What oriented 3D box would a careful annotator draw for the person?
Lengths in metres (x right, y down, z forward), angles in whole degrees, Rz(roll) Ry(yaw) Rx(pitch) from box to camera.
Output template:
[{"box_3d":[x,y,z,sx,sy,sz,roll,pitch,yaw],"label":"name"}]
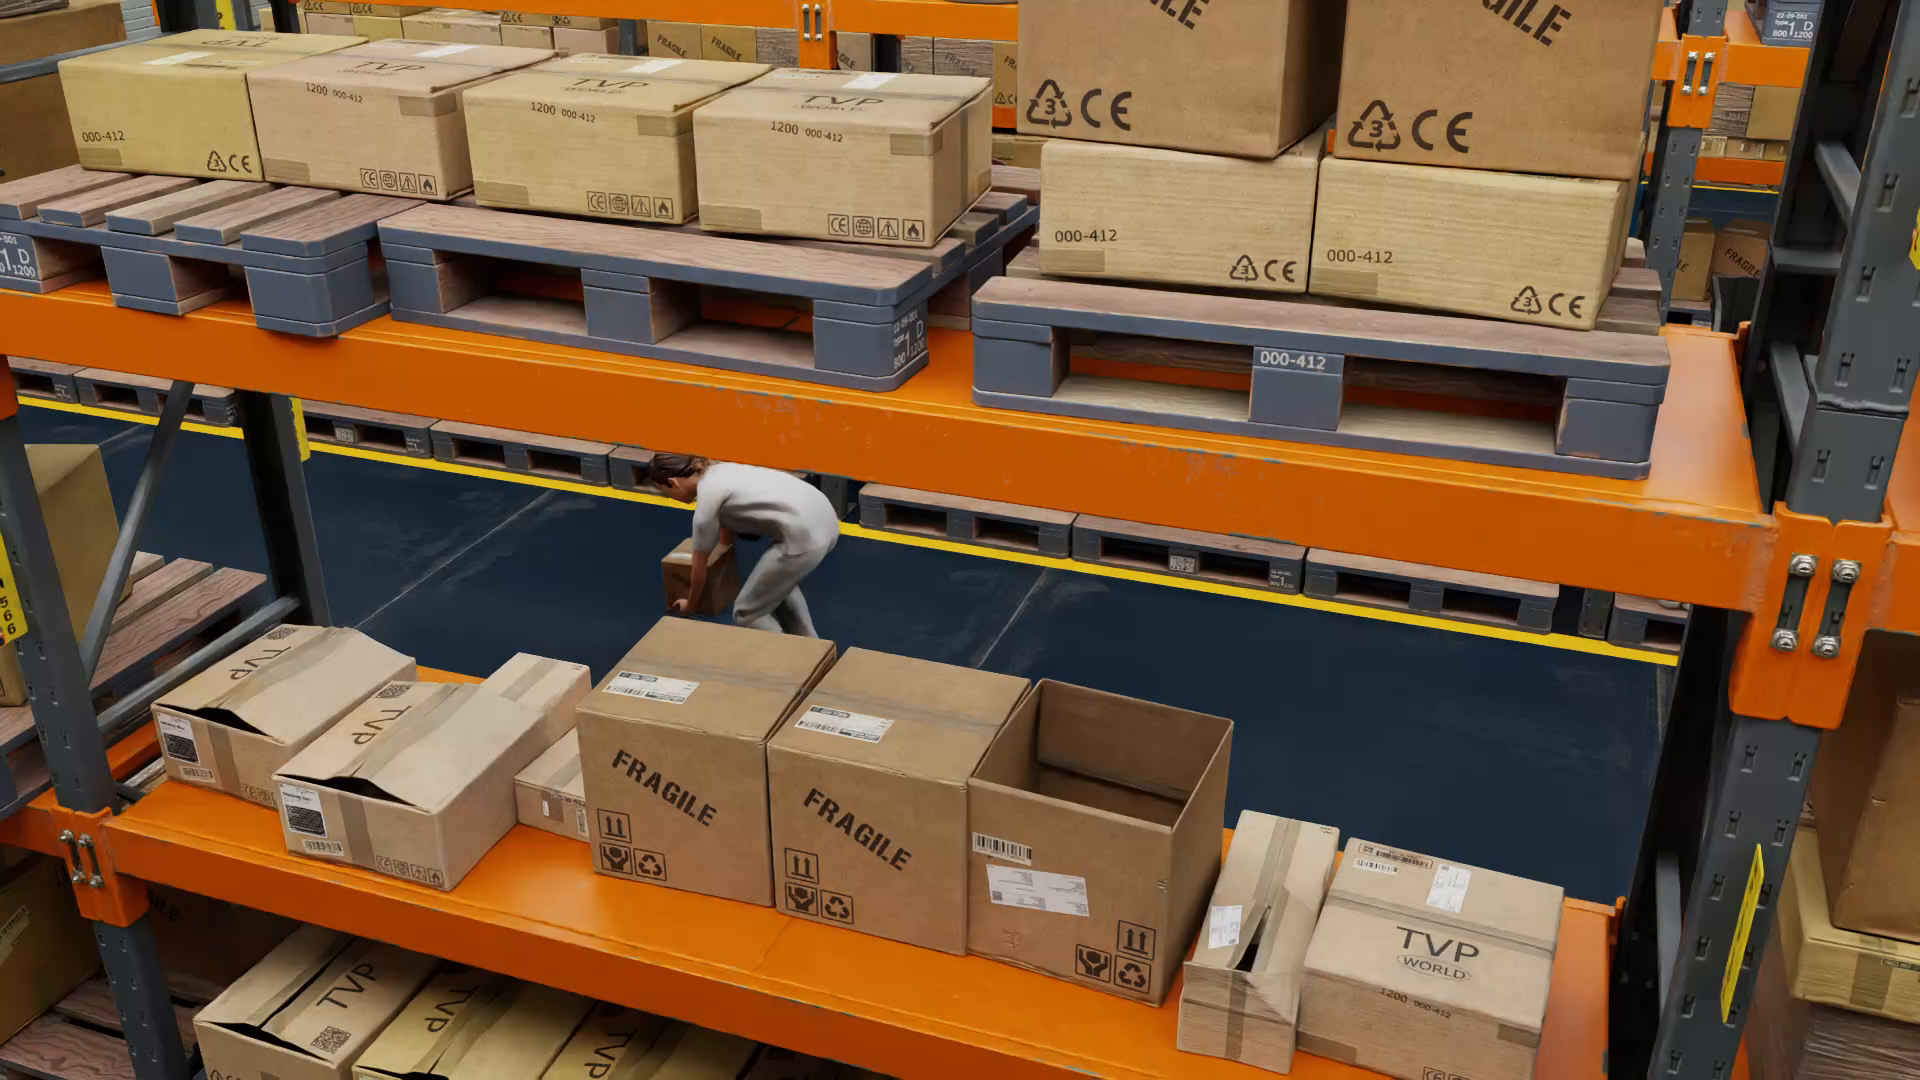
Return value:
[{"box_3d":[-0.955,0.149,7.425,0.853,1.138,0.447,8,27,15],"label":"person"}]
